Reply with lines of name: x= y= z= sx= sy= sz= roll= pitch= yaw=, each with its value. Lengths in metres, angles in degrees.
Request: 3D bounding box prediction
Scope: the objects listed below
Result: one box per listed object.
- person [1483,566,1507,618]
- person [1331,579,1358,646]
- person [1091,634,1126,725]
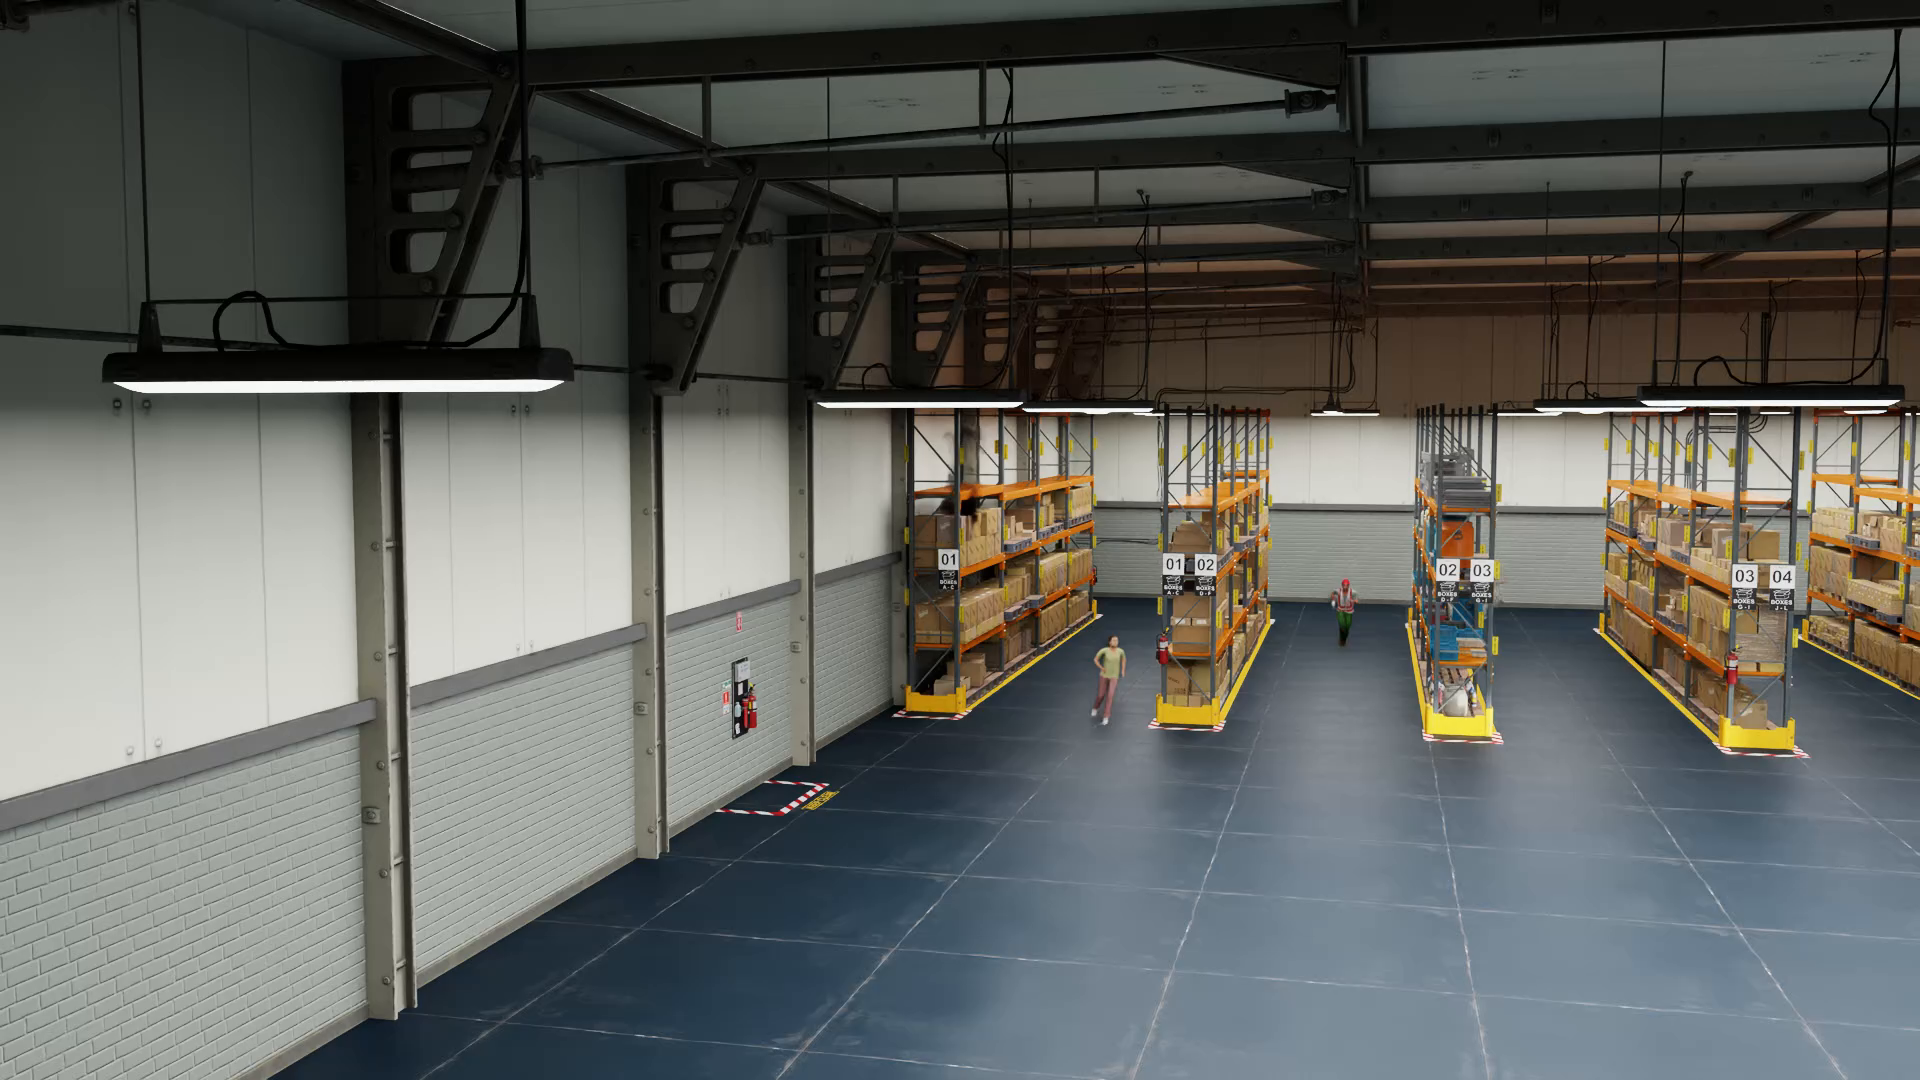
person: x=15.213 y=1.485 z=47.505 sx=0.807 sy=1.524 sz=0.526 roll=2 pitch=5 yaw=30
person: x=9.626 y=1.812 z=41.616 sx=0.643 sy=1.700 sz=0.892 roll=1 pitch=4 yaw=8
person: x=2.841 y=2.600 z=31.404 sx=0.640 sy=1.640 sz=0.950 roll=0 pitch=4 yaw=-3
